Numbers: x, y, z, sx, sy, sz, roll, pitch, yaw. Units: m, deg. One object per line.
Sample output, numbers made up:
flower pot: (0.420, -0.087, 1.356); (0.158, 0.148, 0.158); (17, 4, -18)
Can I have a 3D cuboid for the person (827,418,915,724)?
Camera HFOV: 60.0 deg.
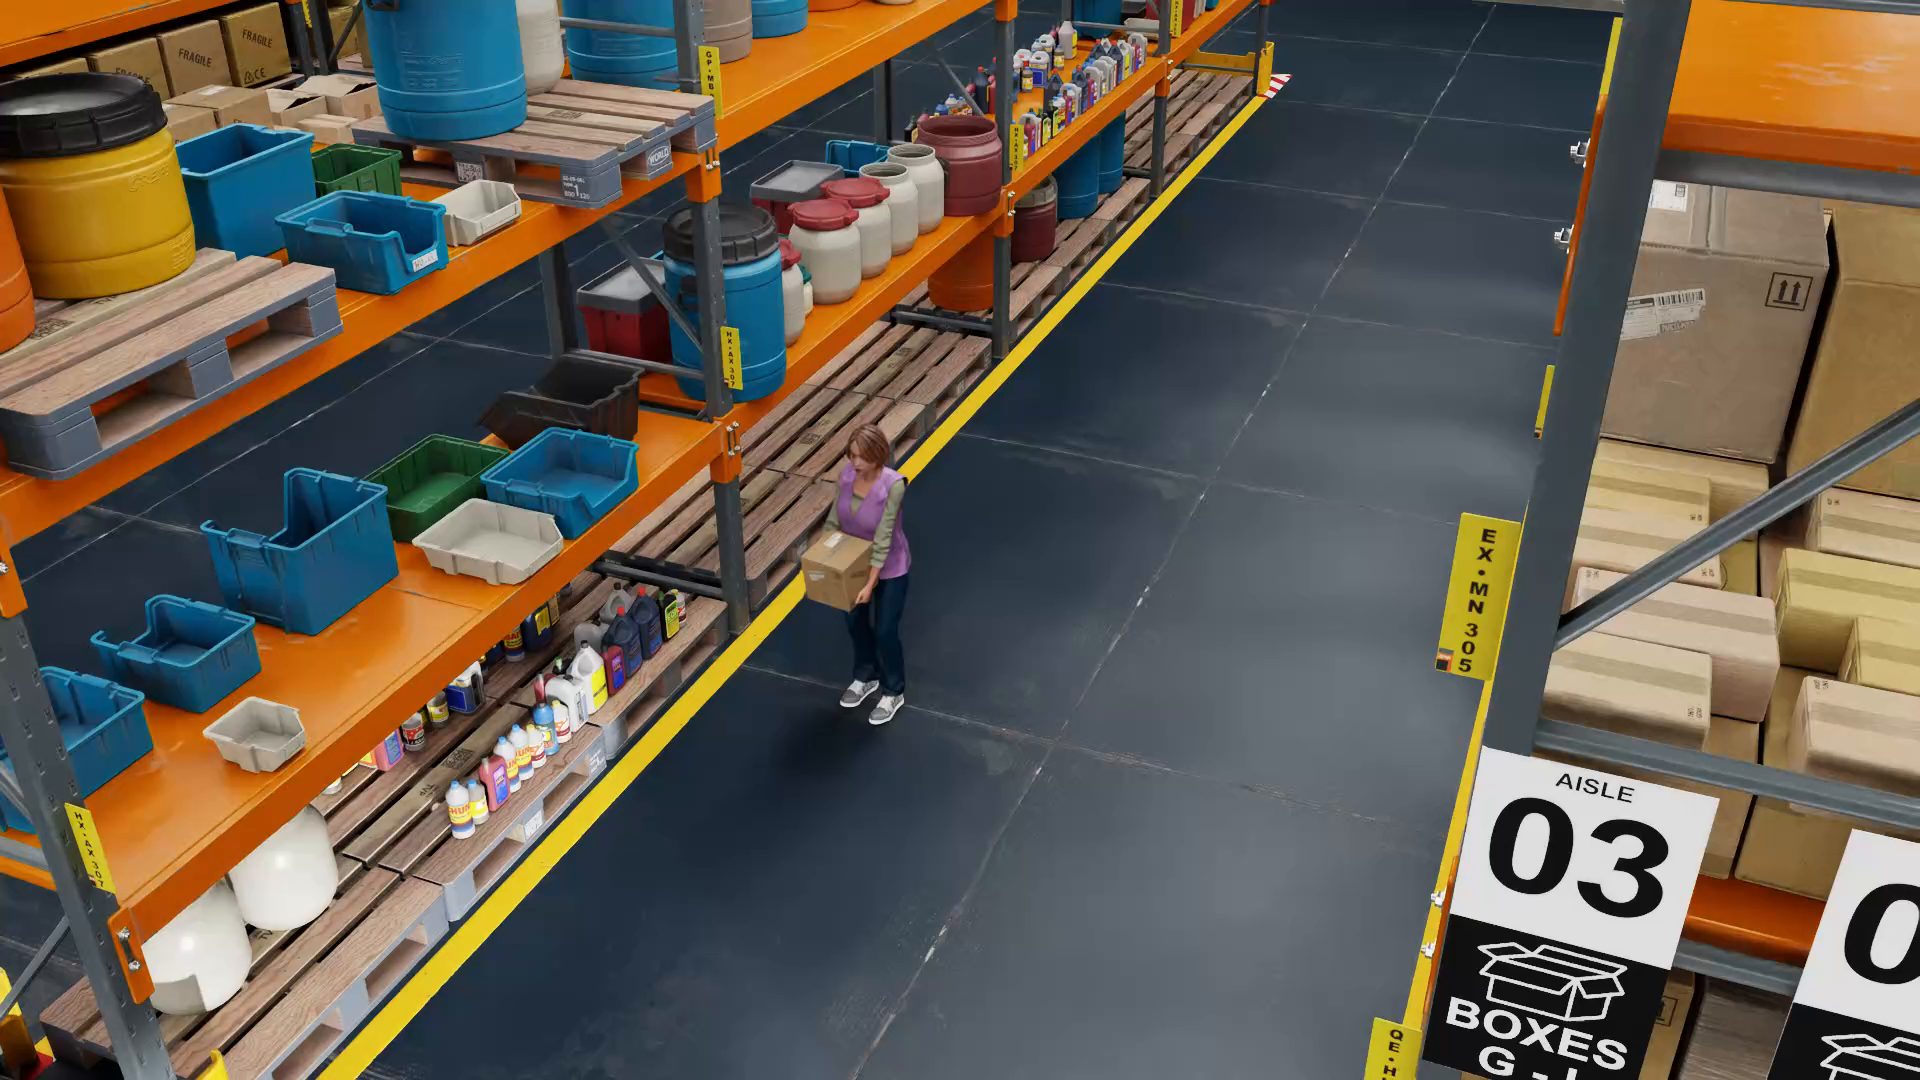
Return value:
person: (-0.462, 0.217, 8.123); (0.402, 1.499, 0.491); (19, 35, 30)
